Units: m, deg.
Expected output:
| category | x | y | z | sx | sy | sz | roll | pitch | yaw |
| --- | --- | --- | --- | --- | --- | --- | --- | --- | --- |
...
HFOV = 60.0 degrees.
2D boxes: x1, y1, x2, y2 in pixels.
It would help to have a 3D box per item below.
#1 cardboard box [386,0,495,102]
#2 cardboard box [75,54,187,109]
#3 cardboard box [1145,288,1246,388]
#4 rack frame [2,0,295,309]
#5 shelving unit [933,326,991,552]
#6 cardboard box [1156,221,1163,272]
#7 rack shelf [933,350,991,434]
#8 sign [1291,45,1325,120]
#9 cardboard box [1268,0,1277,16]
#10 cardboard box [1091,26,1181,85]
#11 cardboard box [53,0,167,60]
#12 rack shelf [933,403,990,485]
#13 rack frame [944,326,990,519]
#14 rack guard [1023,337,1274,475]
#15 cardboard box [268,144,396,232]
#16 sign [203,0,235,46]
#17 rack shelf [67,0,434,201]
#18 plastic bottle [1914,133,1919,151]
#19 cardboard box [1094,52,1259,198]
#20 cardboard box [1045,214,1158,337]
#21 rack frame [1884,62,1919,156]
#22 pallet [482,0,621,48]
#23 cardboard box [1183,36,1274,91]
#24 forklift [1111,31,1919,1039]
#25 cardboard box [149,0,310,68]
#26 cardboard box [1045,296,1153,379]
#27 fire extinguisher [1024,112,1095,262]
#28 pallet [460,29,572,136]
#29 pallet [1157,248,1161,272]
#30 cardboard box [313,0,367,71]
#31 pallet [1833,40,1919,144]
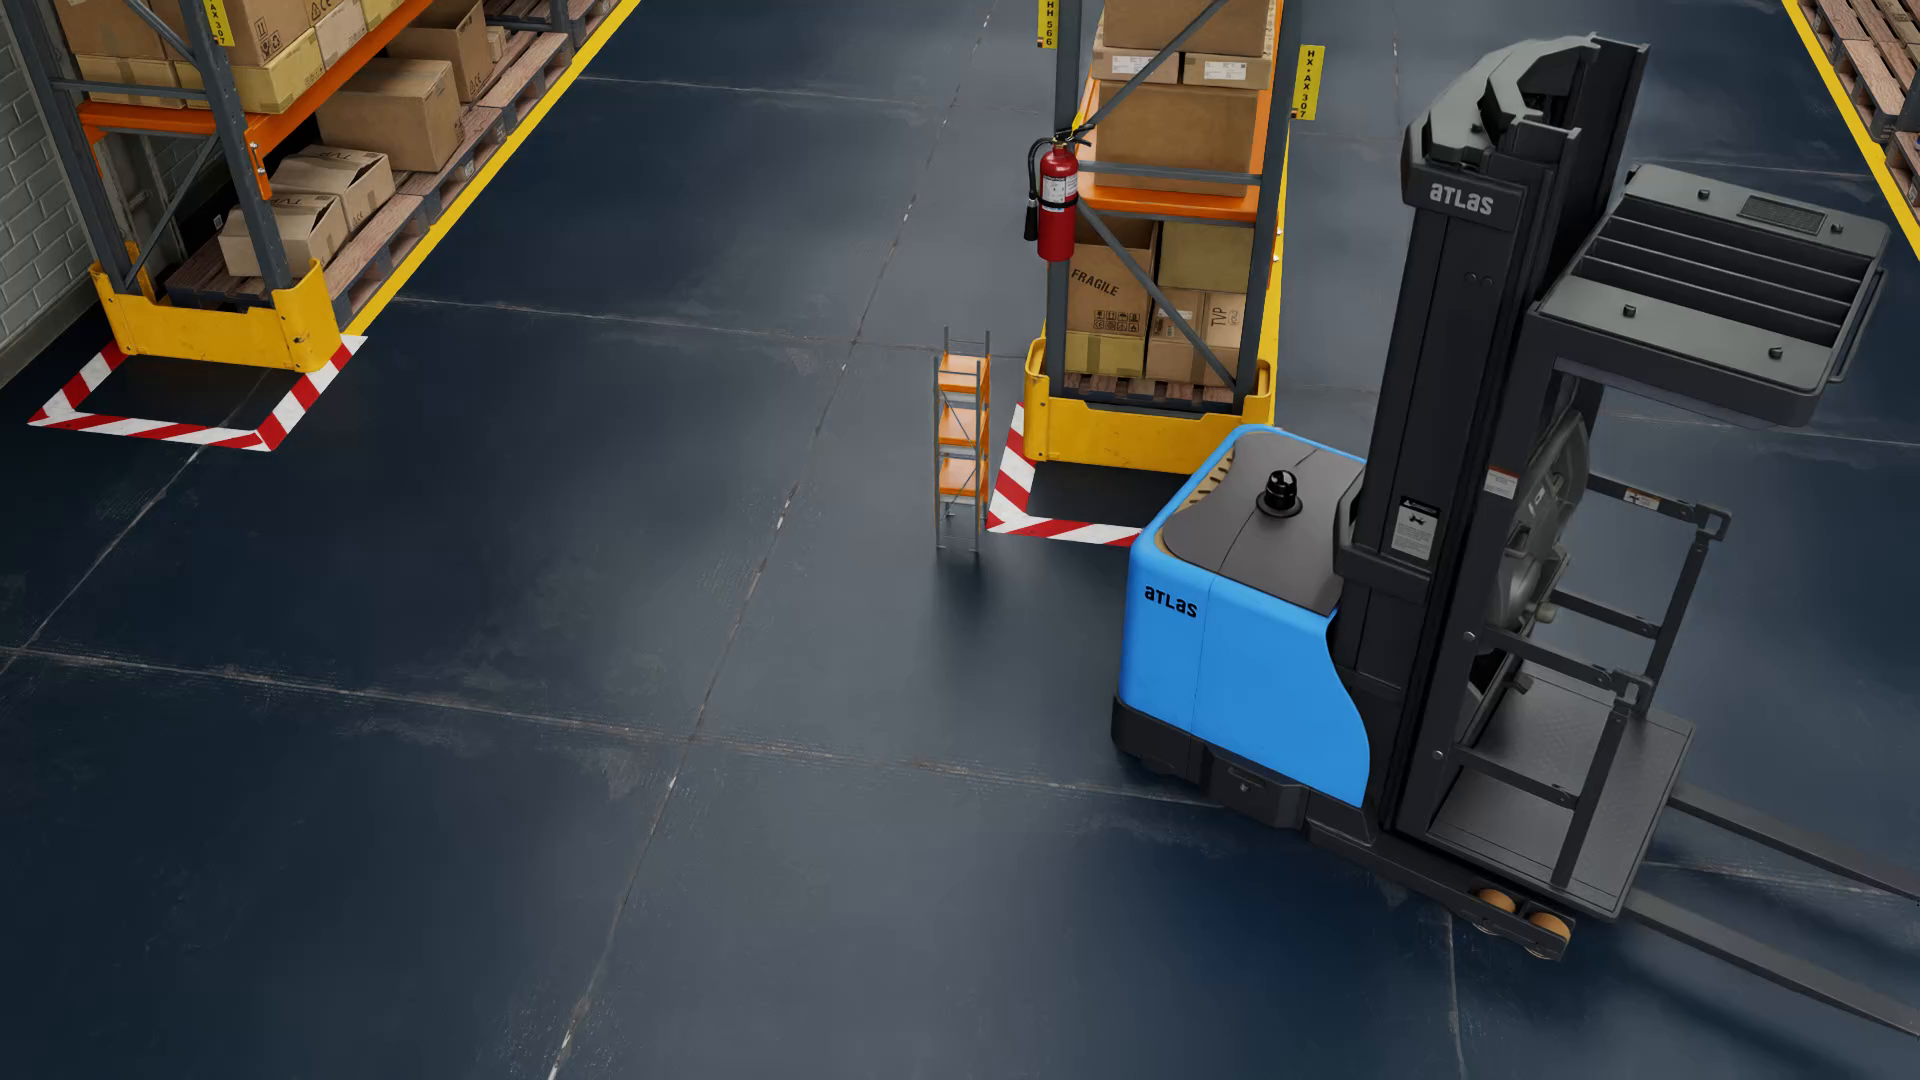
| category | x | y | z | sx | sy | sz | roll | pitch | yaw |
| --- | --- | --- | --- | --- | --- | --- | --- | --- | --- |
| cardboard box | -3.416 | -3.222 | 10.910 | 0.500 | 0.500 | 0.500 | 4 | 40 | 4 |
| cardboard box | -4.078 | -2.426 | 8.432 | 0.500 | 0.250 | 0.500 | 7 | 40 | 8 |
| cardboard box | 1.224 | -1.032 | 8.472 | 0.500 | 0.250 | 0.500 | 6 | 40 | 8 |
| rack frame | -3.968 | -2.161 | 8.010 | 1.000 | 3.000 | 0.127 | 6 | 40 | 8 |
| shelving unit | 0.009 | -0.438 | 7.456 | 0.215 | 1.050 | 0.252 | 6 | 40 | 8 |
| cardboard box | 0.873 | -1.718 | 9.302 | 0.500 | 0.250 | 0.500 | 6 | 40 | 8 |
| rack shelf | 0.009 | -0.649 | 7.282 | 0.215 | 0.259 | 0.240 | 6 | 40 | 8 |
| sign | 1.458 | -1.917 | 6.973 | 0.100 | 0.325 | 0.005 | 6 | 40 | 8 |
| cardboard box | 1.280 | -2.451 | 7.773 | 0.380 | 0.149 | 0.250 | 7 | 40 | 8 |
| cardboard box | 0.790 | -2.167 | 7.429 | 0.380 | 0.149 | 0.250 | 6 | 40 | 7 |
| cardboard box | -4.095 | -2.720 | 8.199 | 0.500 | 0.500 | 0.500 | 6 | 40 | 7 |
| rack shelf | 0.009 | -0.430 | 7.463 | 0.215 | 0.259 | 0.240 | 6 | 40 | 8 |
| rack frame | 0.030 | -0.515 | 7.549 | 0.200 | 1.050 | 0.008 | 6 | 40 | 8 |
| rack guard | 0.908 | -0.639 | 8.131 | 1.175 | 0.500 | 0.348 | 6 | 40 | 8 |
| cardboard box | -3.661 | -2.077 | 9.673 | 0.500 | 0.311 | 0.500 | 10 | 41 | 11 |
| sign | -3.433 | -2.435 | 7.662 | 0.100 | 0.325 | 0.005 | 6 | 40 | 8 |
| rack shelf | -3.621 | -3.139 | 9.757 | 1.077 | 0.370 | 4.000 | 6 | 40 | 8 |
| plastic bottle | 5.995 | -2.546 | 10.271 | 0.097 | 0.271 | 0.097 | 0 | 40 | 0 |
| cardboard box | 1.005 | -1.948 | 7.673 | 0.700 | 0.500 | 0.500 | 6 | 40 | 8 |
| cardboard box | 0.712 | -1.378 | 8.302 | 0.500 | 0.500 | 0.500 | 6 | 40 | 8 |
| rack frame | 6.482 | -3.579 | 9.725 | 1.000 | 3.000 | 0.127 | 6 | 40 | 8 |
| pallet | -3.142 | -4.086 | 12.526 | 1.003 | 0.211 | 1.213 | 6 | 40 | 8 |
| cardboard box | 1.192 | -2.128 | 7.383 | 0.380 | 0.149 | 0.250 | 6 | 40 | 7 |
| forklift | 2.121 | -0.024 | 5.479 | 3.031 | 2.935 | 1.130 | 22 | 45 | 25 |
| cardboard box | -3.589 | -2.667 | 8.135 | 0.500 | 0.500 | 0.500 | 6 | 40 | 8 |
| cardboard box | 0.714 | -1.089 | 8.541 | 0.500 | 0.250 | 0.500 | 6 | 40 | 8 |
| fire extinguisher | 0.434 | -1.565 | 7.349 | 0.296 | 0.674 | 0.183 | 6 | 40 | 8 |
| pallet | -3.357 | -3.172 | 11.420 | 1.003 | 0.211 | 1.213 | 6 | 40 | 8 |
| pallet | 1.217 | -1.791 | 9.750 | 1.003 | 0.211 | 1.213 | 6 | 40 | 8 |
| cardboard box | -3.495 | -2.710 | 8.776 | 0.500 | 0.250 | 0.500 | 5 | 40 | 6 |
| pallet | 6.580 | -3.002 | 11.215 | 1.003 | 0.211 | 1.213 | 6 | 40 | 8 |
